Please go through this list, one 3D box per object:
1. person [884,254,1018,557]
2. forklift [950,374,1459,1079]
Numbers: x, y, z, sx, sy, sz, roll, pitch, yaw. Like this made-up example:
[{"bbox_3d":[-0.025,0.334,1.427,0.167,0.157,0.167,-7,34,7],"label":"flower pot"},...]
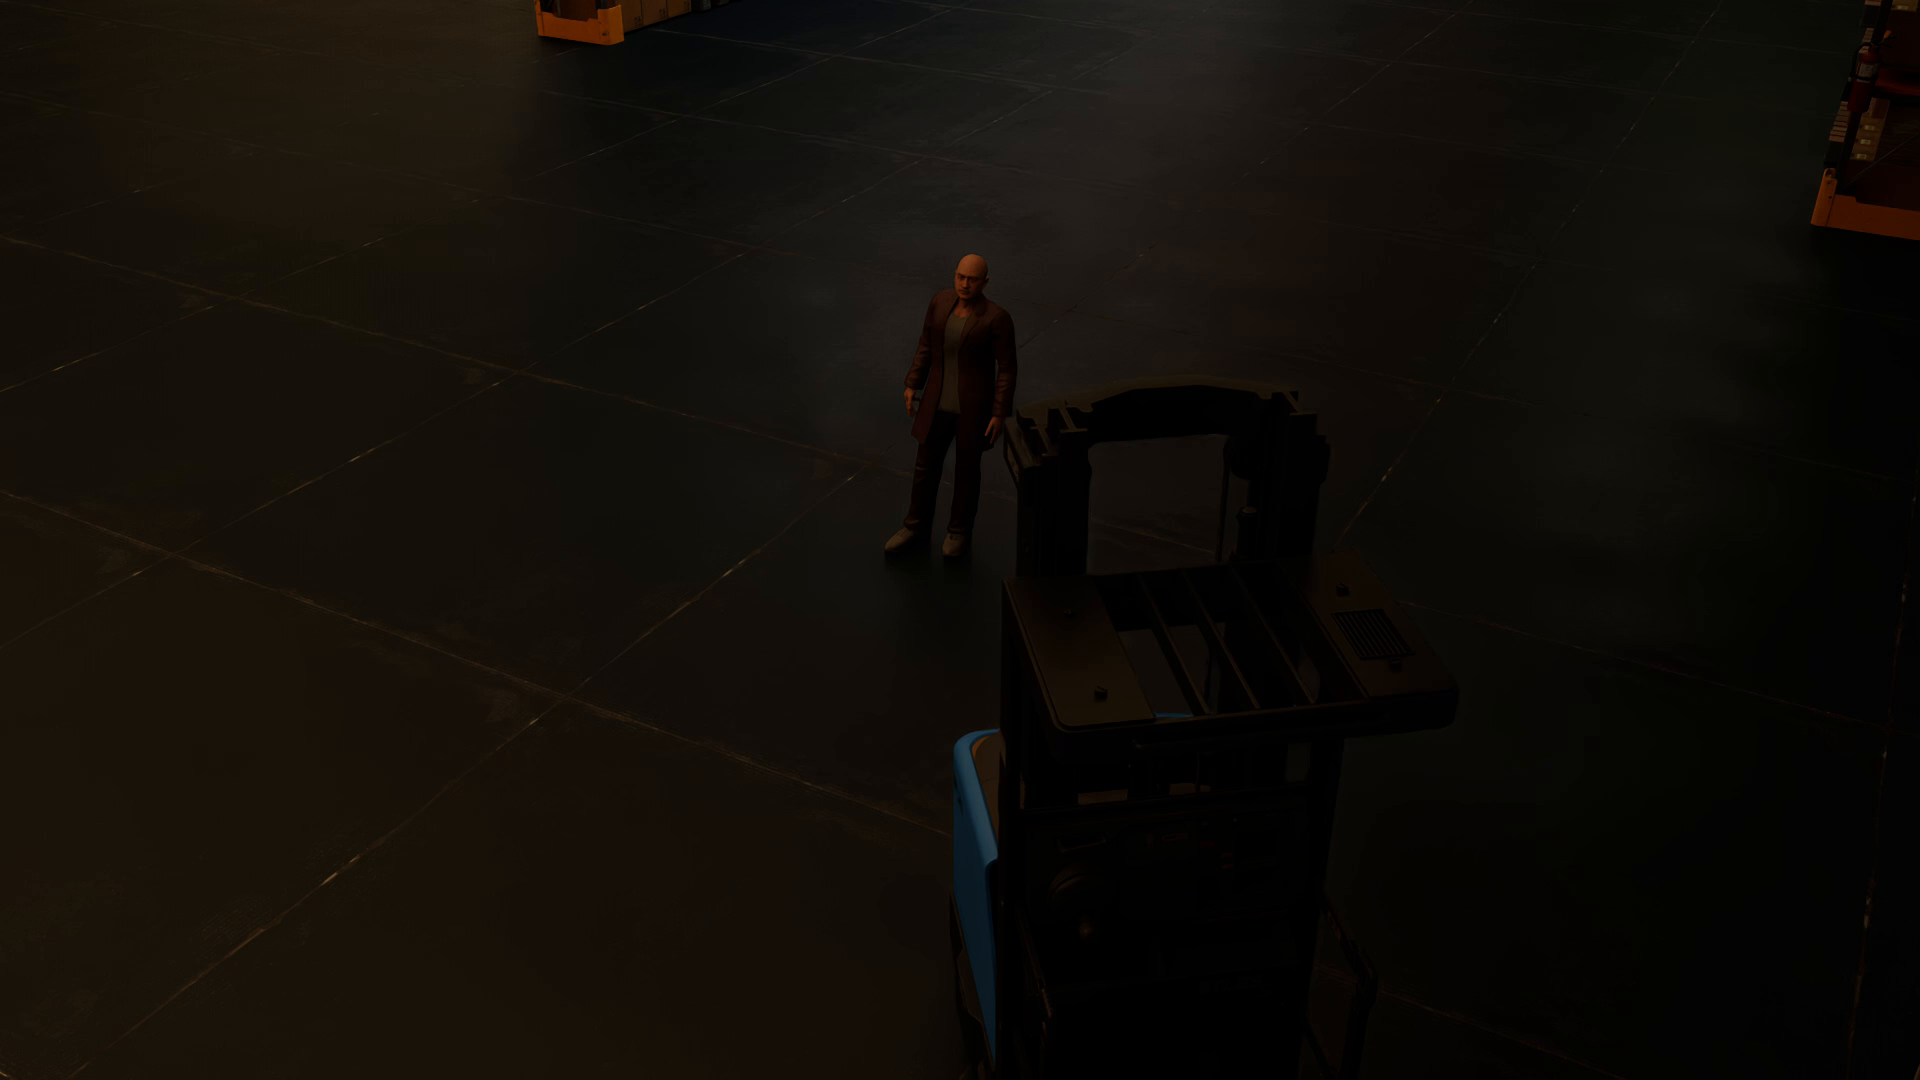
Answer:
[{"bbox_3d":[-0.048,-0.738,9.488,0.696,1.775,0.582,15,33,25],"label":"person"},{"bbox_3d":[0.707,1.104,5.158,1.130,2.935,3.031,-5,30,-8],"label":"forklift"}]
